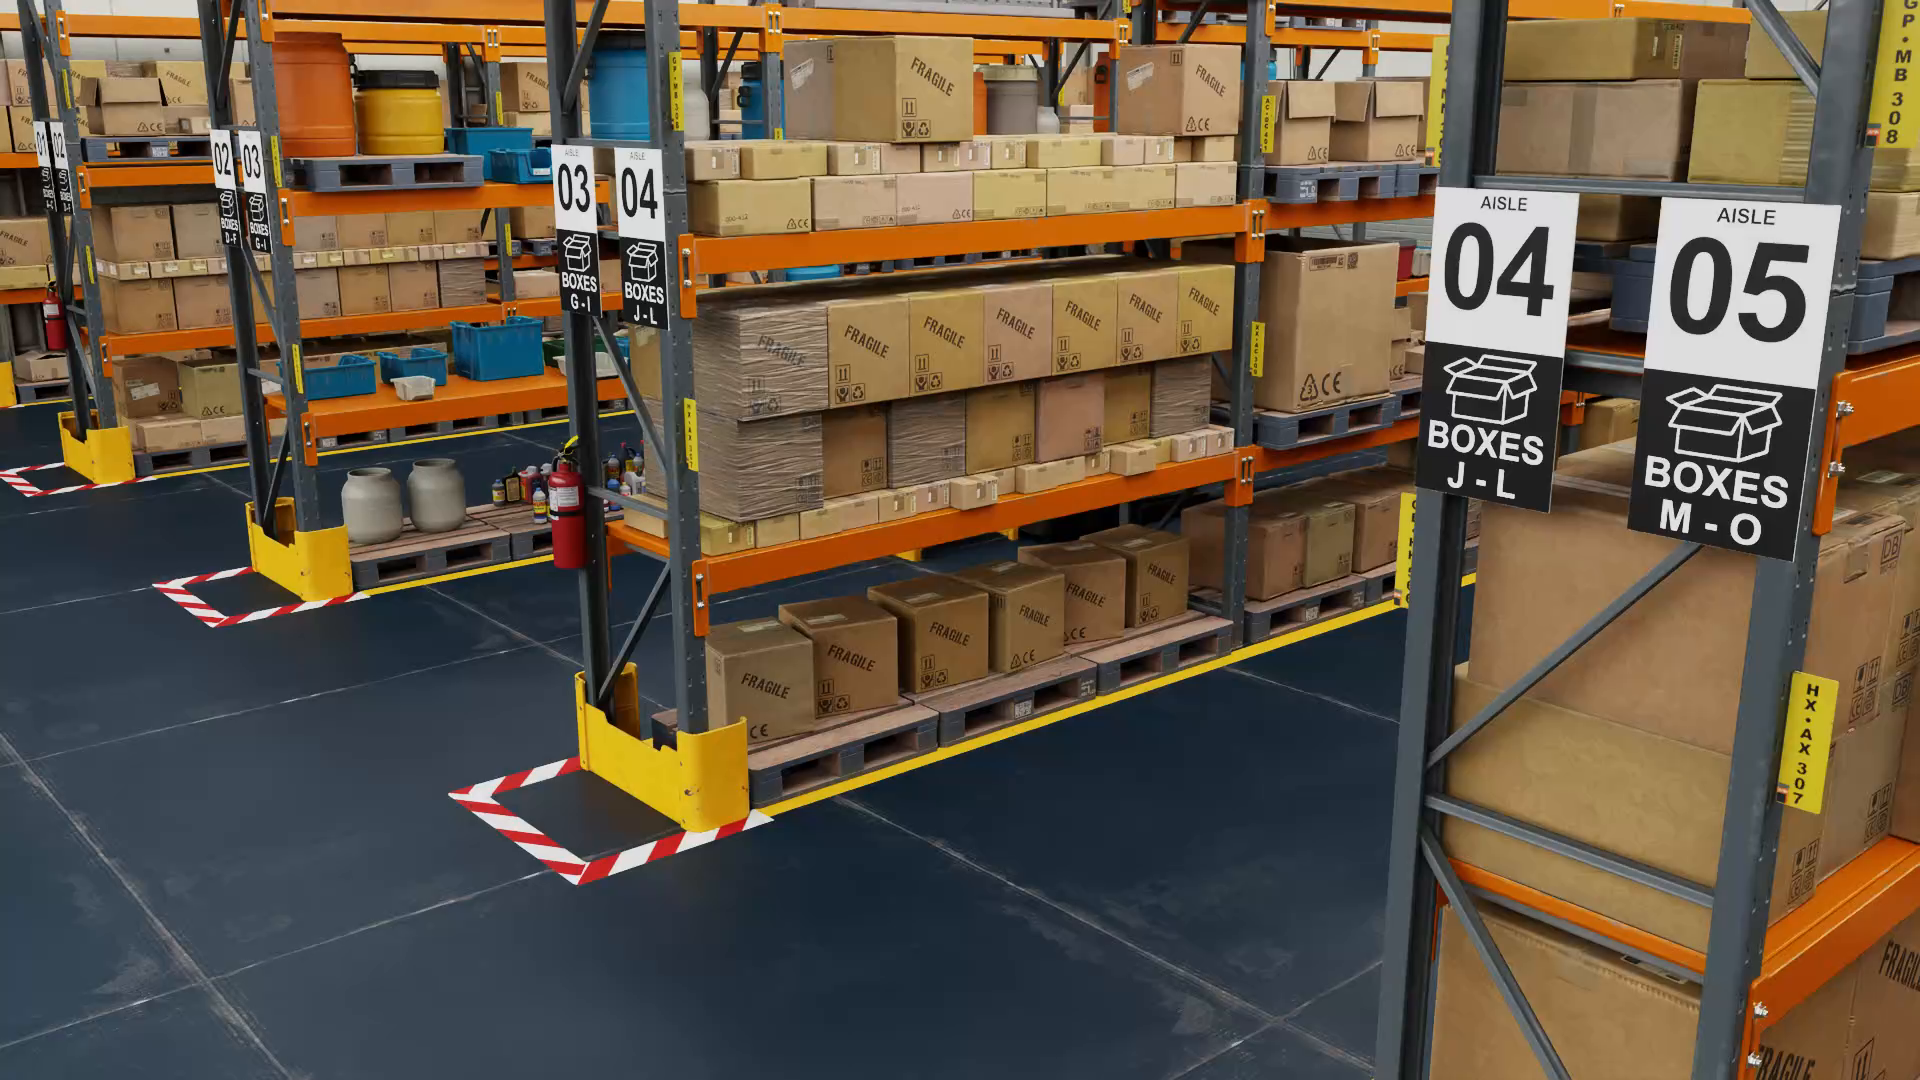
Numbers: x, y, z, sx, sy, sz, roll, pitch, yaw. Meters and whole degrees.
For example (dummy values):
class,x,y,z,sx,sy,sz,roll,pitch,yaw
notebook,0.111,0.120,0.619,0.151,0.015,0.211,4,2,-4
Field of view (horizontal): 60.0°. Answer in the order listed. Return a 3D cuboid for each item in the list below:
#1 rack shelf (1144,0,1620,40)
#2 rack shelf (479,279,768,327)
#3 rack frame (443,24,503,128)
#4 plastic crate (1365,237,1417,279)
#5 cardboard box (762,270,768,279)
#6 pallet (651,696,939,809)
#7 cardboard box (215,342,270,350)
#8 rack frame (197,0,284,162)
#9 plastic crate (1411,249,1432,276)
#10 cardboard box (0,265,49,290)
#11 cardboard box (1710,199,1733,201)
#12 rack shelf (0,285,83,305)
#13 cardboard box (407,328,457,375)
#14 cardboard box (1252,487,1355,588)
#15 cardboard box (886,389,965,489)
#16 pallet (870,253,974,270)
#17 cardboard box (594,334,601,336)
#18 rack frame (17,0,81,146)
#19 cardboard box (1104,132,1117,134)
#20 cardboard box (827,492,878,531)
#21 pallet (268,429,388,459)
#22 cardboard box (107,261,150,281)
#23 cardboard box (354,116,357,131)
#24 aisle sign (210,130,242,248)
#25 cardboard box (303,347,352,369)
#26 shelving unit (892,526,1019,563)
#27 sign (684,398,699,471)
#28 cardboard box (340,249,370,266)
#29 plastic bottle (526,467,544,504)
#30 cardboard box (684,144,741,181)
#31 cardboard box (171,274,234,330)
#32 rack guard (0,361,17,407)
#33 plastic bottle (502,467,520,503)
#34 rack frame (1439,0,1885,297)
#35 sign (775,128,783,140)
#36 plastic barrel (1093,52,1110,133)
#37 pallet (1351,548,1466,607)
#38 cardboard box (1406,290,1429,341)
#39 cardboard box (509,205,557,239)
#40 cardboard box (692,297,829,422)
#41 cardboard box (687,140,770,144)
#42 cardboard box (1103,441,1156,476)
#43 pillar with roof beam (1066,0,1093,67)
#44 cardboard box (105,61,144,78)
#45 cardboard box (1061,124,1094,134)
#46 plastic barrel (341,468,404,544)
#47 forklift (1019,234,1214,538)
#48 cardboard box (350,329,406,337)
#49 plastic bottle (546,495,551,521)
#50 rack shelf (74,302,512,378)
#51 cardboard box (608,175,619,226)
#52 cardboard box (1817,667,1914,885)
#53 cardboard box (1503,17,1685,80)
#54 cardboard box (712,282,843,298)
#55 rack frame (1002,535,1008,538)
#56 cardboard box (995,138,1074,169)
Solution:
class,x,y,z,sx,sy,sz,roll,pitch,yaw
rack shelf,2.947,-3.540,11.234,4.000,0.370,1.077,-13,19,-39
rack shelf,-3.553,-2.764,19.179,4.000,0.370,1.077,-13,19,-39
rack frame,-5.061,-5.671,17.044,0.127,3.000,1.000,-13,19,-39
plastic crate,5.061,-3.325,19.647,0.583,0.464,0.402,-13,19,-39
cardboard box,-2.347,-3.354,20.167,0.500,0.311,0.500,-11,19,-36
pallet,-0.886,1.038,8.956,1.213,0.211,1.003,-13,19,-39
cardboard box,-9.073,-2.558,21.004,0.500,0.500,0.500,14,21,43
rack frame,-4.830,-4.029,10.894,0.127,3.000,1.000,-13,19,-39
plastic crate,5.495,-3.358,20.121,0.530,0.282,0.437,-13,19,-39
cardboard box,-10.757,-3.017,18.984,0.500,0.250,0.500,-13,20,-41
cardboard box,2.013,-0.971,4.738,0.250,0.149,0.380,-12,19,-39
rack shelf,-9.825,-3.050,20.250,4.000,0.370,1.077,-13,19,-39
cardboard box,-5.617,-1.992,17.956,0.500,0.500,0.500,-13,19,-39
cardboard box,2.288,-0.025,11.524,0.500,0.500,0.700,-13,20,-40
cardboard box,-0.442,-0.630,9.026,0.500,0.500,0.875,-13,19,-39
pallet,-0.580,-3.688,21.616,1.213,0.211,1.003,-13,19,-39
cardboard box,-4.178,-2.216,19.161,0.500,0.311,0.500,-13,20,-40
rack frame,-8.079,-4.994,14.507,0.127,3.000,1.000,-13,19,-39
cardboard box,0.991,-2.418,10.195,0.250,0.149,0.380,-13,20,-41
cardboard box,-0.633,-0.171,8.564,0.250,0.149,0.380,-13,19,-39
pallet,-6.610,-1.091,16.926,1.213,0.211,1.003,-13,19,-39
cardboard box,-7.642,-2.481,15.276,0.250,0.149,0.380,-13,20,-40
cardboard box,-5.792,-4.114,16.427,0.250,0.149,0.380,-13,19,-39
aisle sign,-5.080,-2.432,11.504,0.004,0.787,0.394,-13,19,-39
cardboard box,-6.395,-1.633,16.612,0.500,0.500,0.500,-13,19,-39
shelving unit,-0.124,-0.699,12.960,1.083,1.500,0.587,-12,19,-38
sign,-1.223,-0.479,7.552,0.005,0.325,0.100,-13,19,-39
cardboard box,-6.085,-2.832,16.589,0.250,0.149,0.380,-12,19,-38
plastic bottle,-3.454,-0.444,13.509,0.133,0.283,0.061,-13,19,-39
cardboard box,-1.219,-1.737,7.646,0.250,0.149,0.380,-13,20,-40
cardboard box,-7.325,-2.310,15.892,0.500,0.500,0.700,-12,19,-38
rack guard,-11.276,-1.864,19.260,0.348,0.500,1.175,-13,19,-39
plastic bottle,-3.656,-0.450,13.534,0.133,0.283,0.061,-12,19,-38
rack frame,1.601,-2.082,3.606,0.127,3.000,1.000,-13,19,-39
sign,-1.460,-3.152,13.409,0.005,0.325,0.100,-13,19,-39
plastic barrel,1.635,-4.441,16.603,0.708,0.830,0.600,-13,19,-39
pallet,2.946,0.164,12.228,1.213,0.211,1.003,-13,19,-39
cardboard box,3.720,-1.559,12.267,0.500,0.500,0.700,-9,18,-31
cardboard box,-6.050,-4.493,23.214,0.700,0.500,0.500,14,20,42
cardboard box,-0.985,-0.881,8.029,0.500,0.500,0.500,-13,19,-39
cardboard box,-1.167,-1.932,8.376,0.250,0.149,0.380,-14,20,-42
cardboard box,0.931,-0.493,9.771,0.250,0.149,0.380,-13,19,-39
pillar with roof beam,5.031,-8.455,27.467,0.400,9.000,9.100,-13,19,-39
cardboard box,-10.005,-5.431,19.786,0.500,0.500,0.500,-13,20,-39
cardboard box,1.503,-5.539,22.652,0.500,0.250,0.500,-13,19,-39
plastic barrel,-4.384,-0.257,12.409,0.421,0.512,0.421,0,15,0
forklift,1.491,-1.720,14.008,3.031,2.935,1.130,-12,19,-38
cardboard box,-7.772,-2.869,22.171,0.500,0.500,0.700,-12,19,-38
plastic bottle,-3.180,-0.255,12.961,0.097,0.201,0.097,0,15,0
rack shelf,-6.570,-2.086,16.642,4.000,0.370,1.077,-13,19,-39
cardboard box,-1.382,-1.674,8.182,0.500,0.250,0.500,-12,19,-38
cardboard box,2.252,0.575,4.993,0.550,0.550,0.875,-13,19,-39
cardboard box,1.632,-1.271,4.316,0.250,0.149,0.380,-12,19,-39
cardboard box,-0.953,-1.068,8.729,0.500,0.500,0.500,-13,19,-39
rack frame,0.259,-0.781,13.269,0.032,1.500,0.500,-12,19,-38
cardboard box,0.392,-2.077,8.920,0.250,0.149,0.380,-12,19,-37
